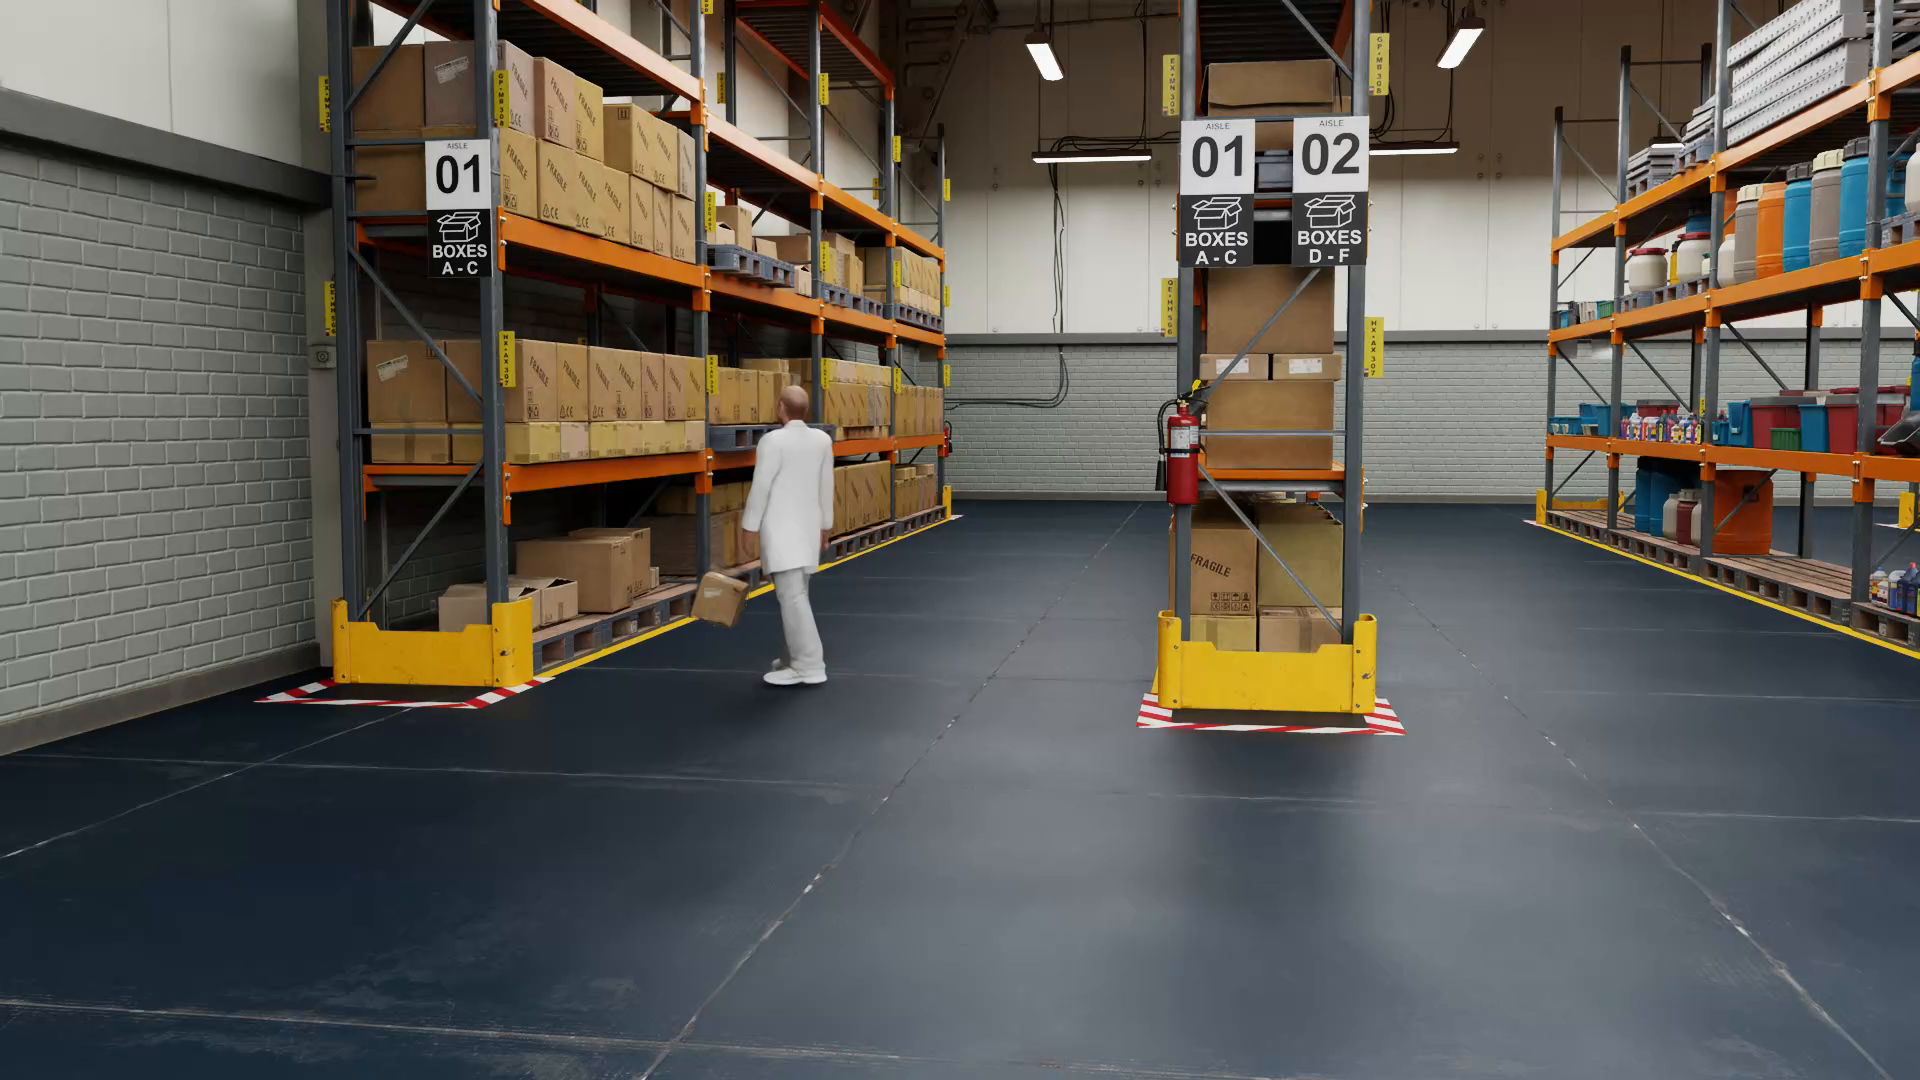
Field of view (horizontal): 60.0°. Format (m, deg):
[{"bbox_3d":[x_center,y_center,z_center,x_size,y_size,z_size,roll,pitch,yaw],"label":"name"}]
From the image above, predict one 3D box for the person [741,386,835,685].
[{"bbox_3d":[-1.021,-0.036,10.017,0.678,1.776,0.660,4,6,40],"label":"person"}]
